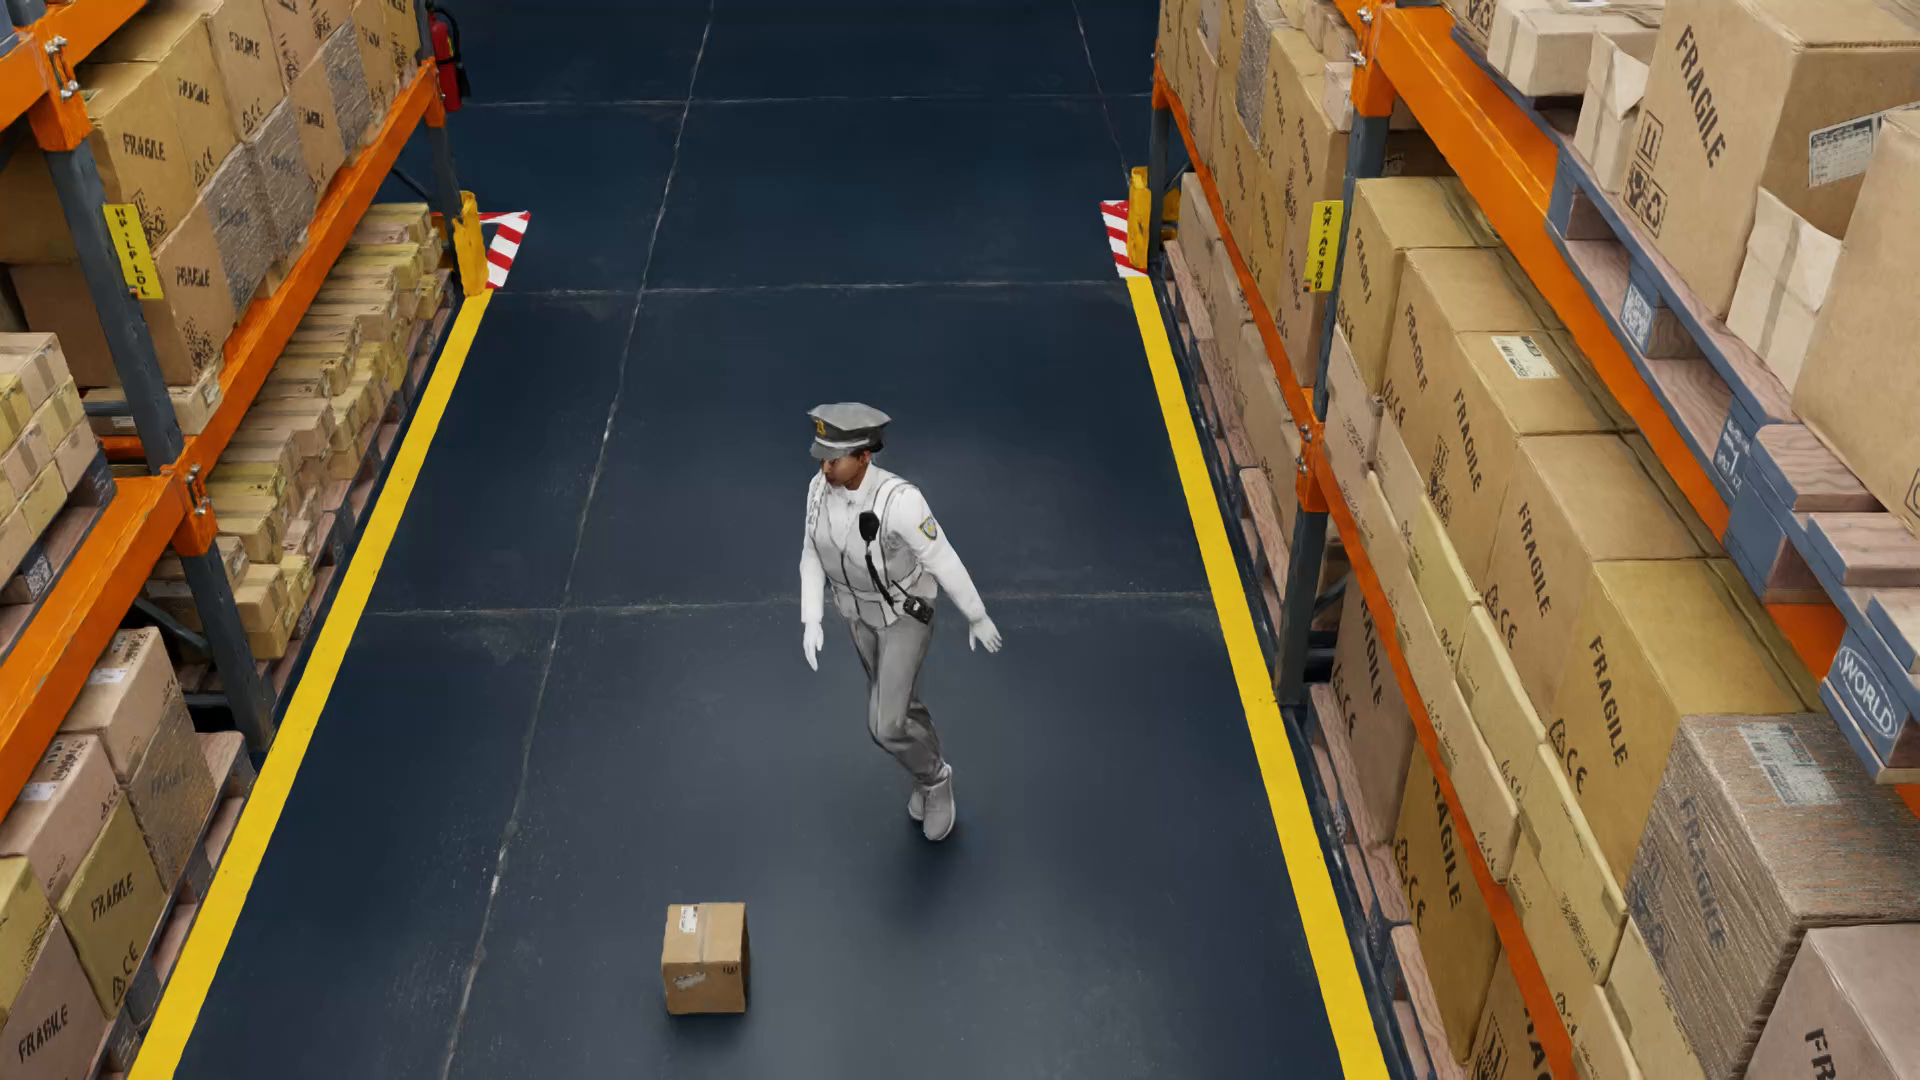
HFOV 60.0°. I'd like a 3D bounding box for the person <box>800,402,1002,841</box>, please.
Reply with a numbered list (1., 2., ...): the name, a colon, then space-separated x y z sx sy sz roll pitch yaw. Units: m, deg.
1. person: -0.253 0.315 5.667 0.674 1.669 0.488 21 41 27
